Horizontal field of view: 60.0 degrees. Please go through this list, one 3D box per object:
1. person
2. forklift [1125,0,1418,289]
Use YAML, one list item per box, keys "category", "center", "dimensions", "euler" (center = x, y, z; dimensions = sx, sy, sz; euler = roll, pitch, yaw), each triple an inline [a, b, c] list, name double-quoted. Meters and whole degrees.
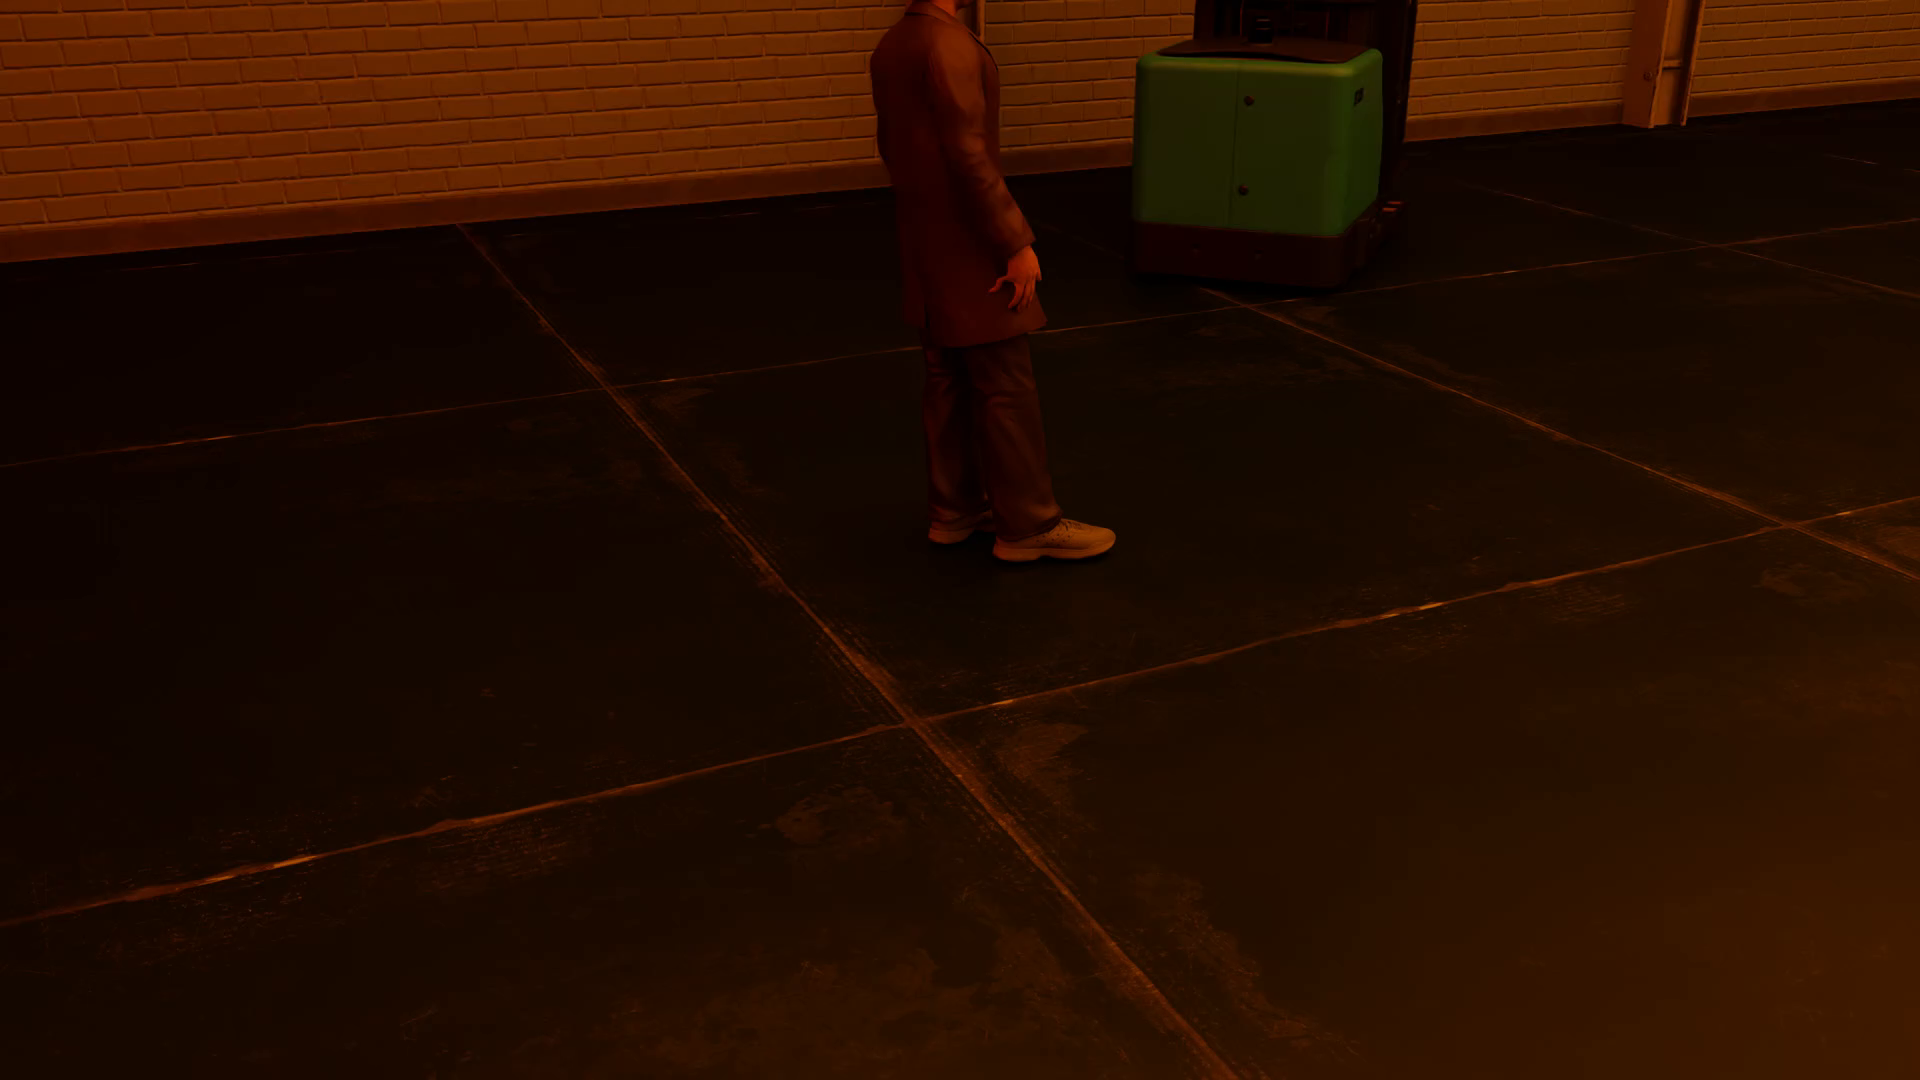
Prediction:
- category: "person"
  center: [0.085, -0.841, 4.796]
  dimensions: [0.579, 1.777, 0.698]
  euler: [-10, 25, -23]
- category: "forklift"
  center: [1.845, -3.060, 8.652]
  dimensions: [1.130, 2.935, 3.031]
  euler: [9, 24, 21]
